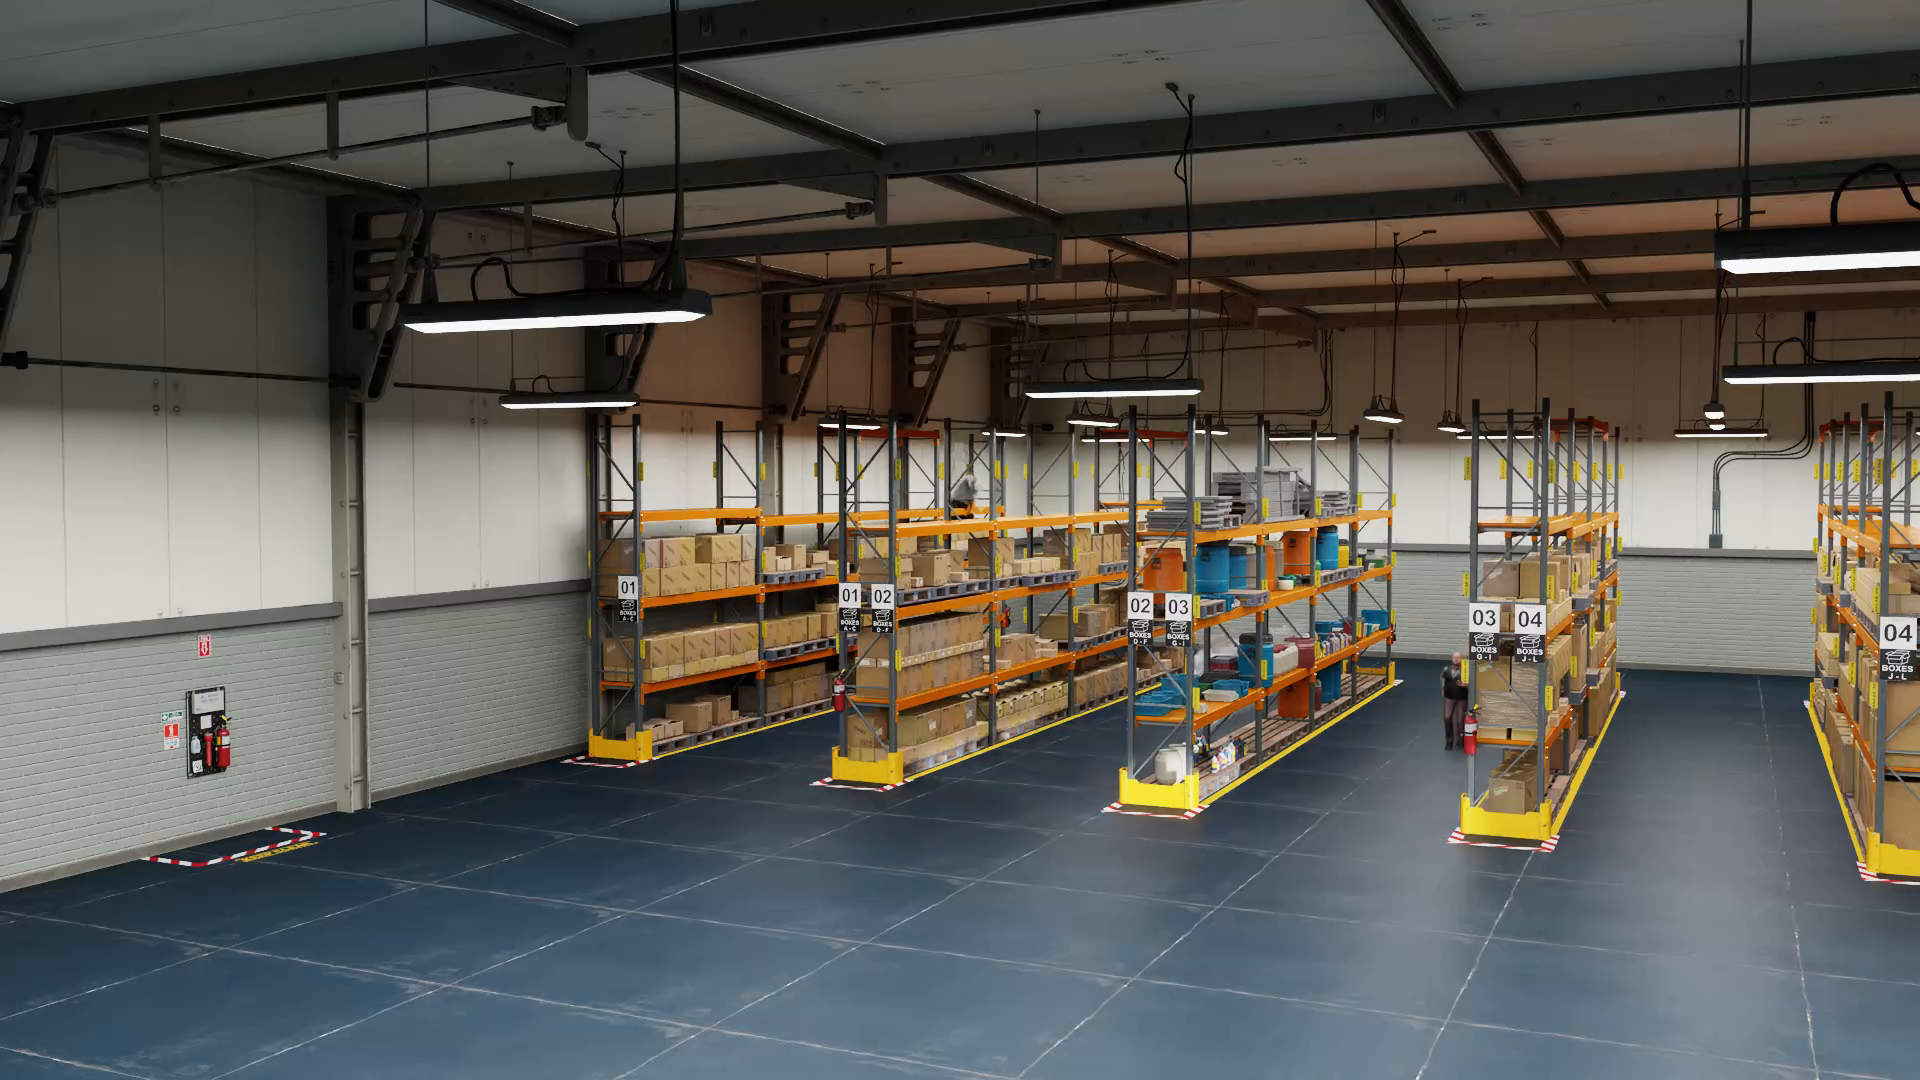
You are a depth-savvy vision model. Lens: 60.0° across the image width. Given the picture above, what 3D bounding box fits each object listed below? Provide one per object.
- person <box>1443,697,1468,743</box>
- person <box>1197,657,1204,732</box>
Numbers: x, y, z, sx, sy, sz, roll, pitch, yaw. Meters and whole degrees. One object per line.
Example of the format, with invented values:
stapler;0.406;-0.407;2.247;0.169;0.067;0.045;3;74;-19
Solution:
person;8.947;3.181;29.972;0.415;0.914;0.651;1;3;25
person;4.661;2.946;31.983;0.239;1.484;0.505;1;2;20
